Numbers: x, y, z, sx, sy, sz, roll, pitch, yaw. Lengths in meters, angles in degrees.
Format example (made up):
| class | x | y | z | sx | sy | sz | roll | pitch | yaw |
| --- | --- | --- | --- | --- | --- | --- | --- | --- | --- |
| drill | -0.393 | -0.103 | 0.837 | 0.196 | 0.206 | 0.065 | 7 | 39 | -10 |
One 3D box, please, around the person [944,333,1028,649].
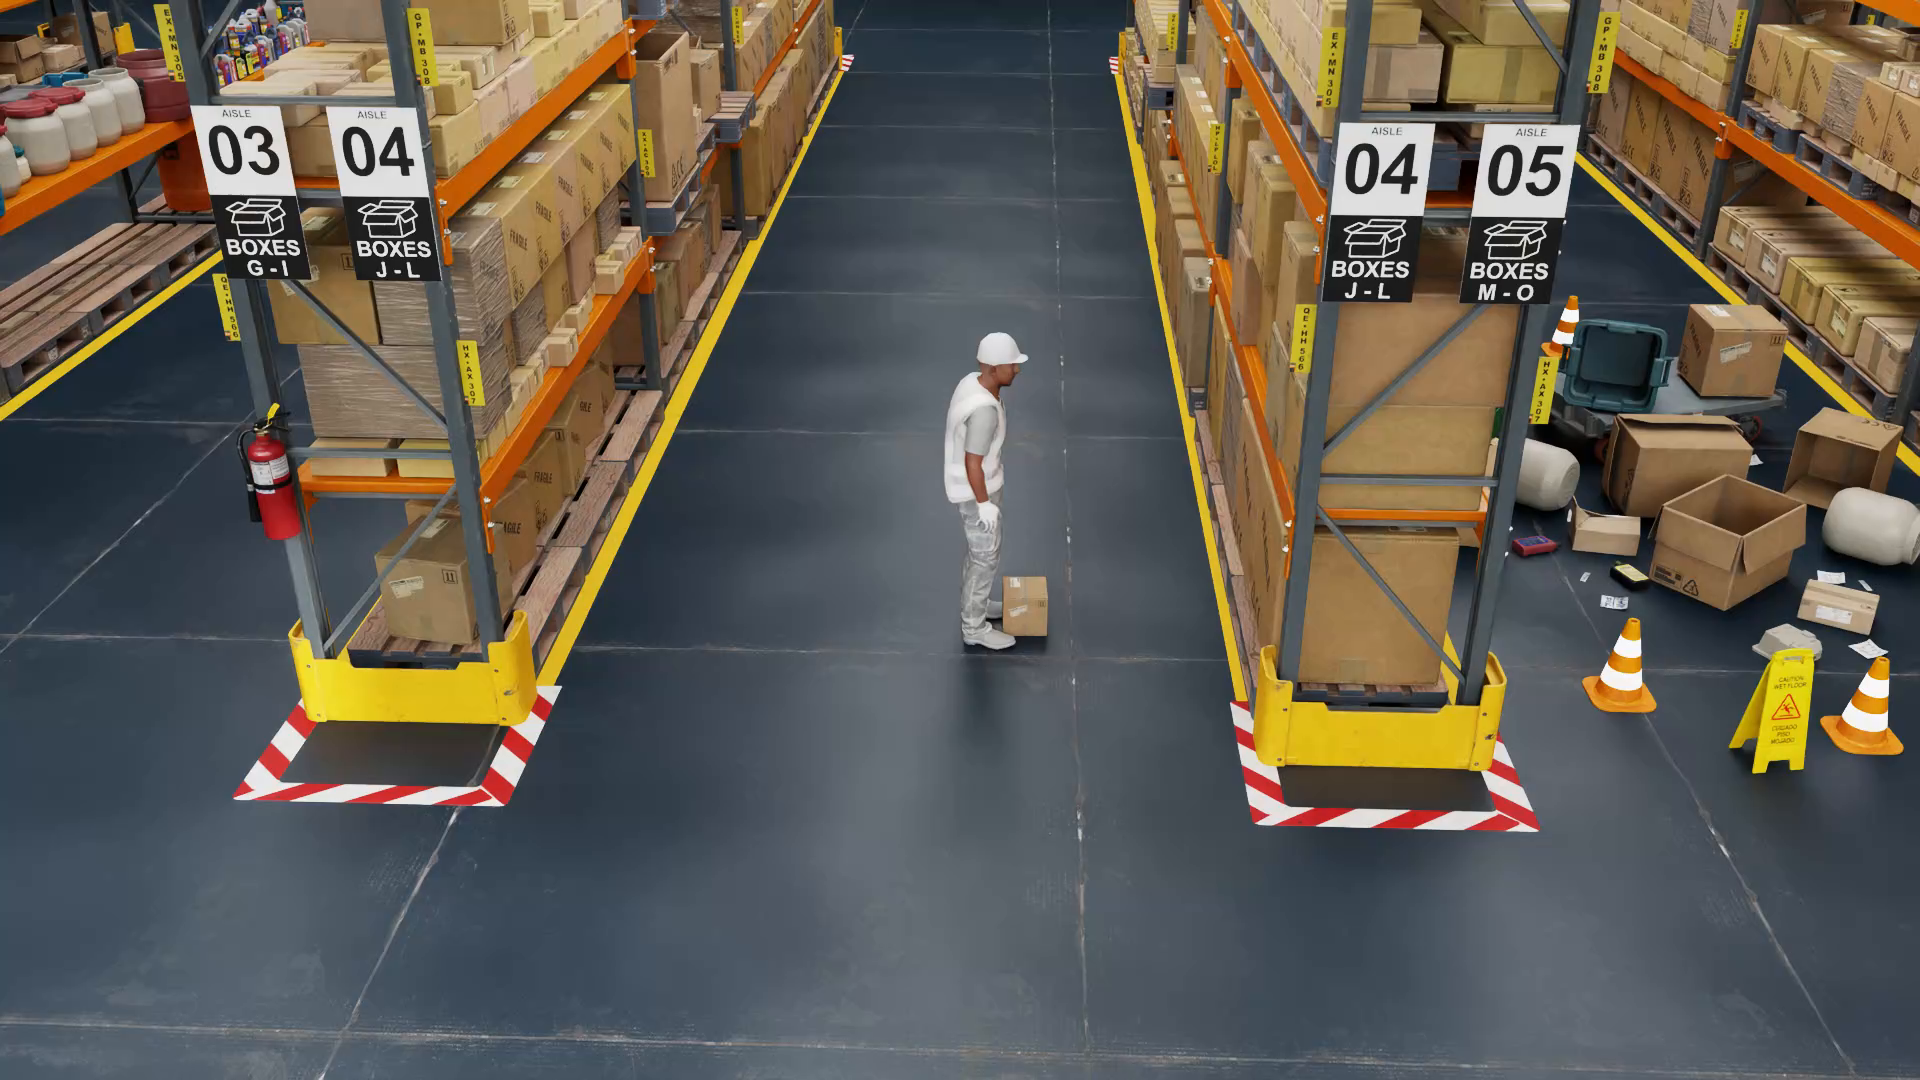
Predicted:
| class | x | y | z | sx | sy | sz | roll | pitch | yaw |
| --- | --- | --- | --- | --- | --- | --- | --- | --- | --- |
| person | 0.137 | -0.289 | 9.159 | 0.448 | 1.774 | 0.617 | 1 | 28 | 2 |
